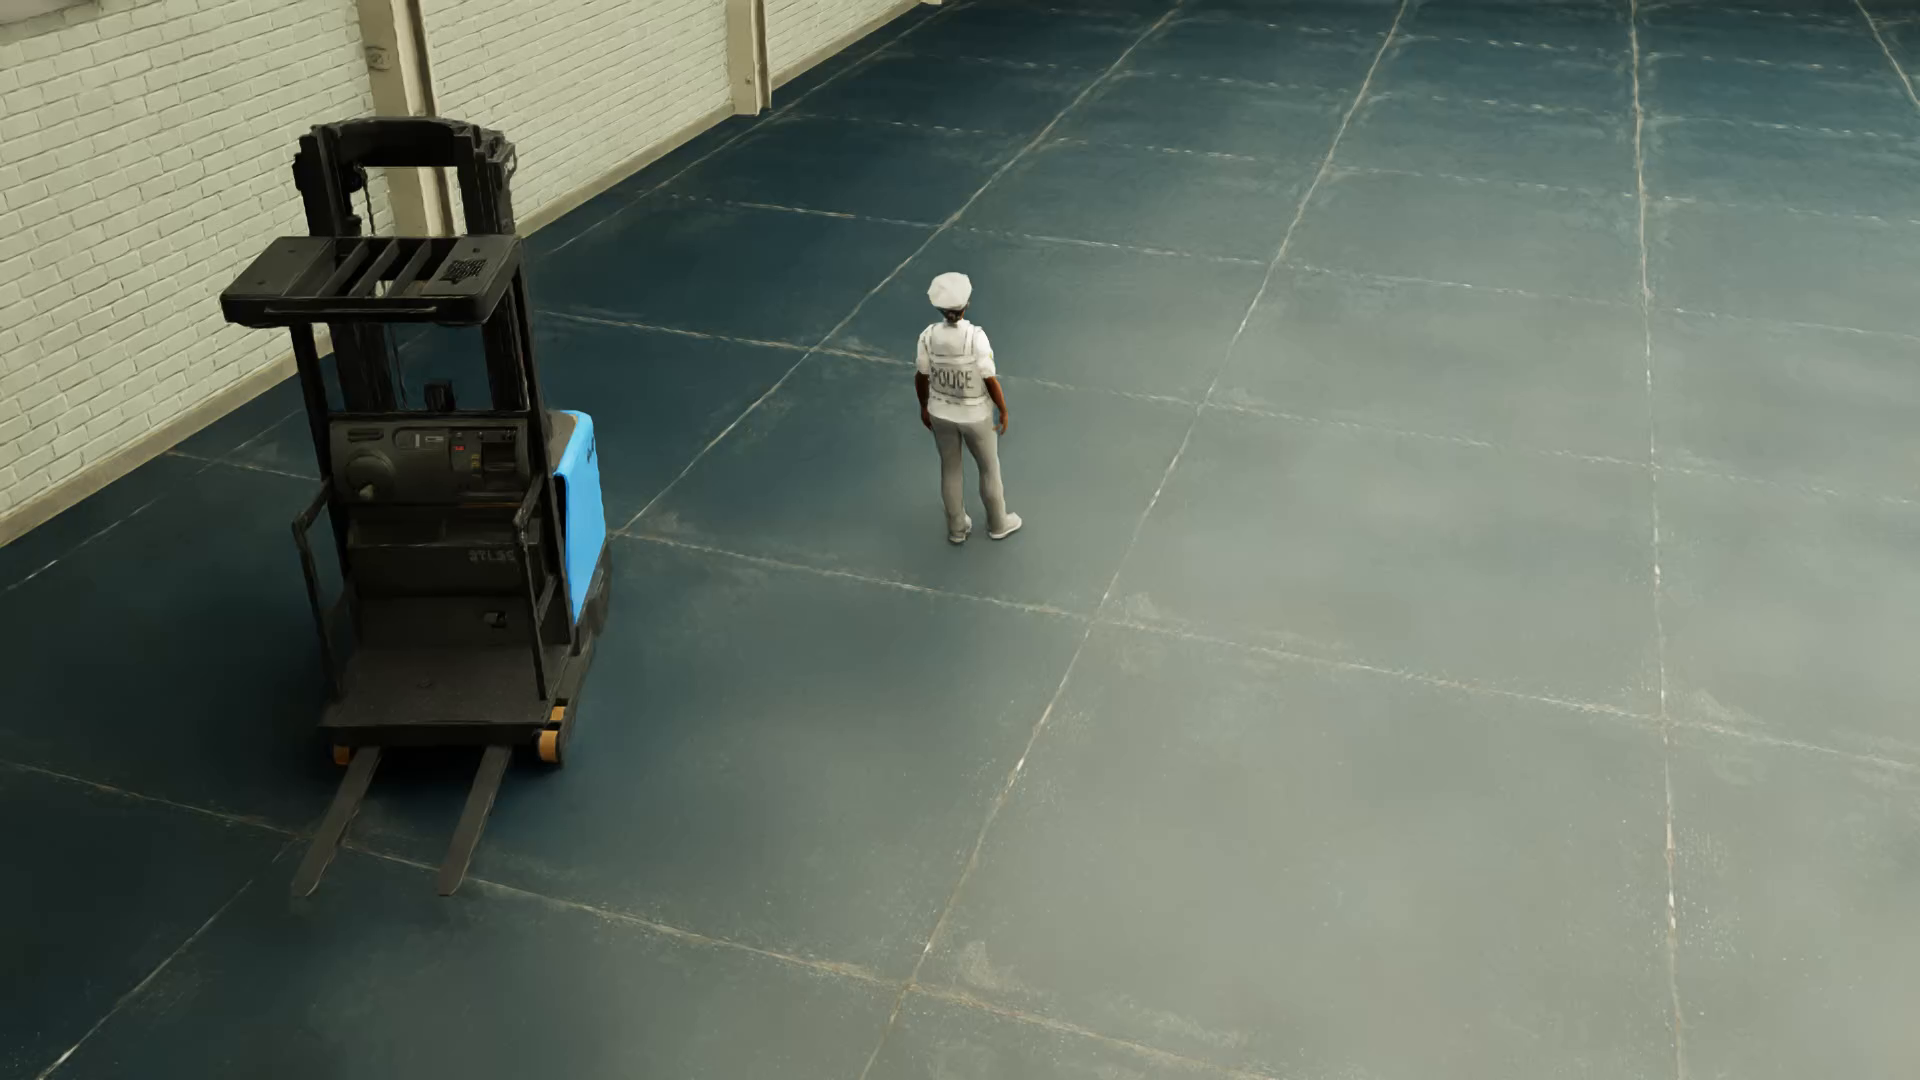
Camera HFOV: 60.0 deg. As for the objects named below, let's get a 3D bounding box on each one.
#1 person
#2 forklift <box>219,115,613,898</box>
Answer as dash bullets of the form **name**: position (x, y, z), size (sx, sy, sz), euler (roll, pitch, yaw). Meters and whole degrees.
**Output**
- **person**: position (0.043, -0.775, 9.729), size (0.570, 1.695, 0.529), euler (10, 31, 16)
- **forklift**: position (-2.510, -0.329, 7.714), size (1.130, 2.935, 3.031), euler (-1, 30, -1)
